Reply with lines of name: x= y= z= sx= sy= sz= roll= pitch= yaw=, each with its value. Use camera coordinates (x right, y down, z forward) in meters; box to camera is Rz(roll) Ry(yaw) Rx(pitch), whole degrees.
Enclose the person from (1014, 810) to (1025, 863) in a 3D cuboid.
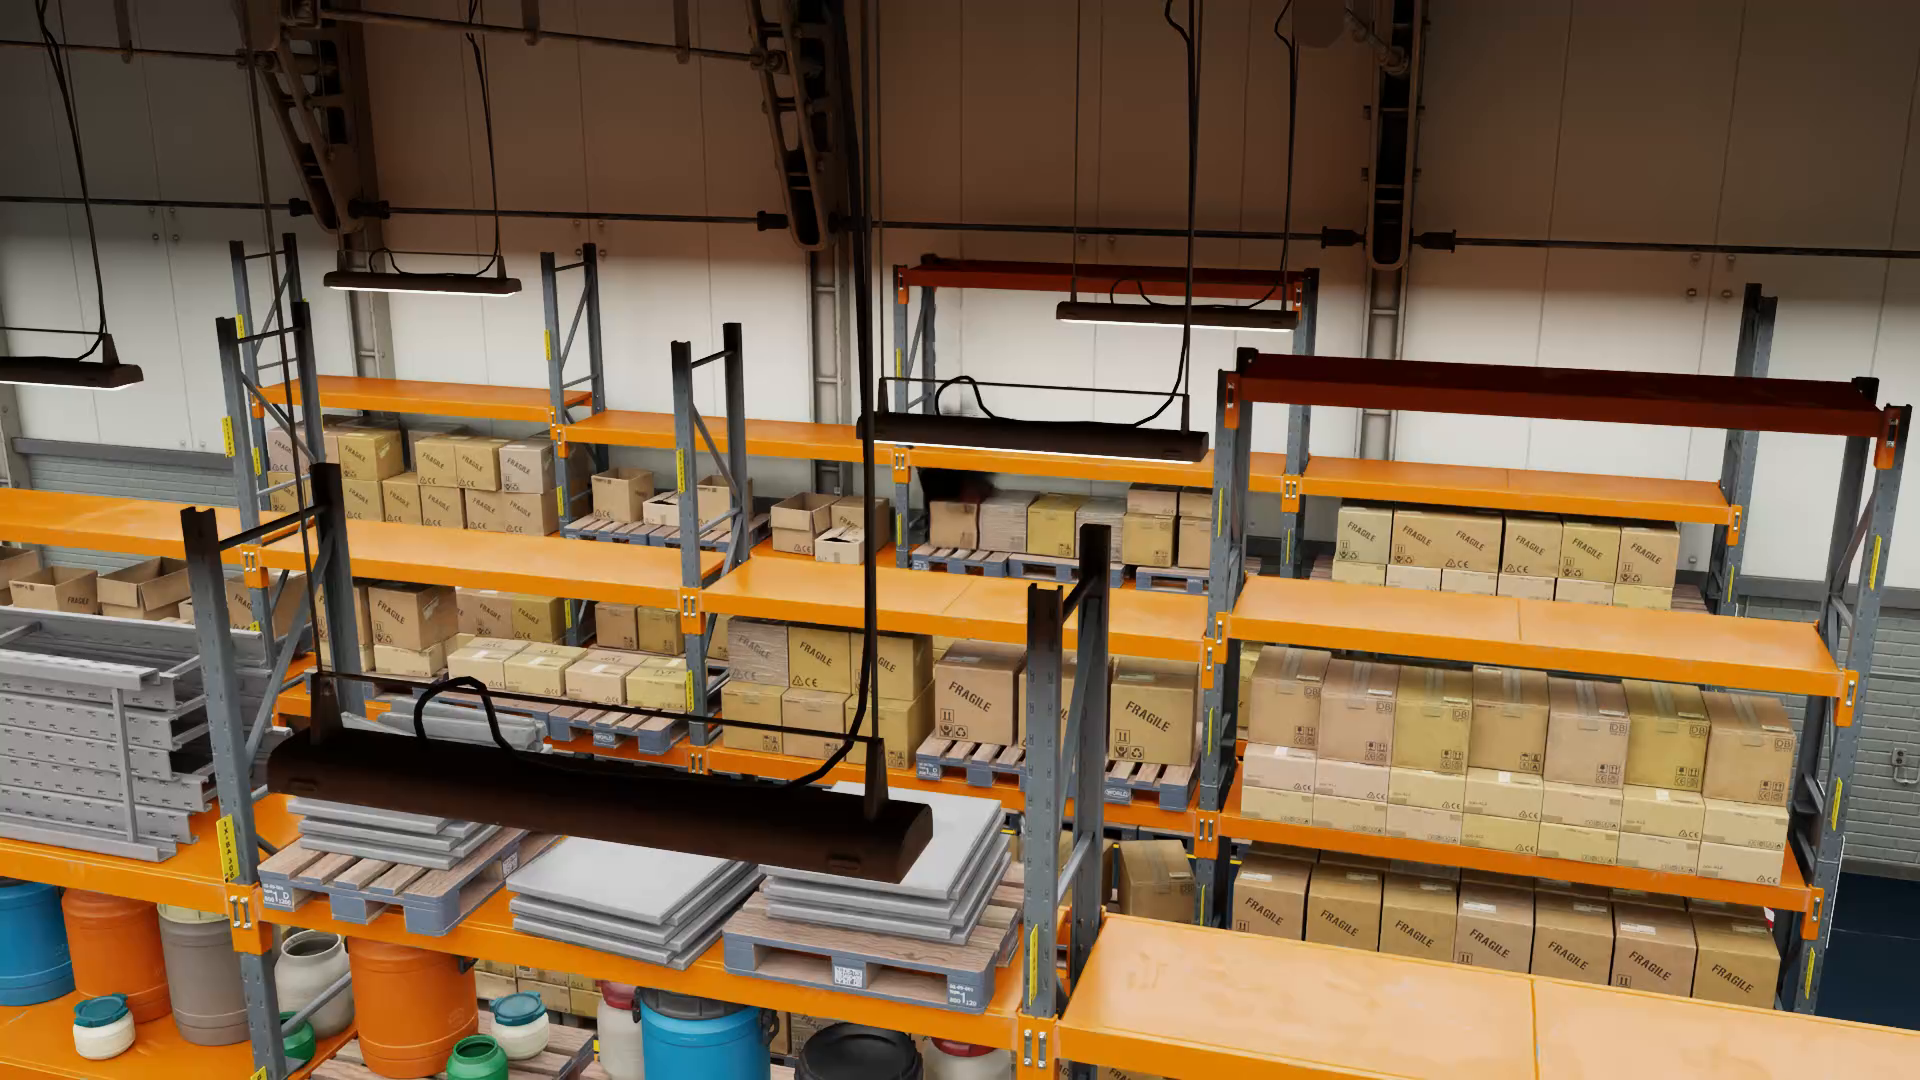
person: x=0.660 y=3.041 z=15.233 sx=0.645 sy=1.622 sz=0.599 roll=6 pitch=17 yaw=19
